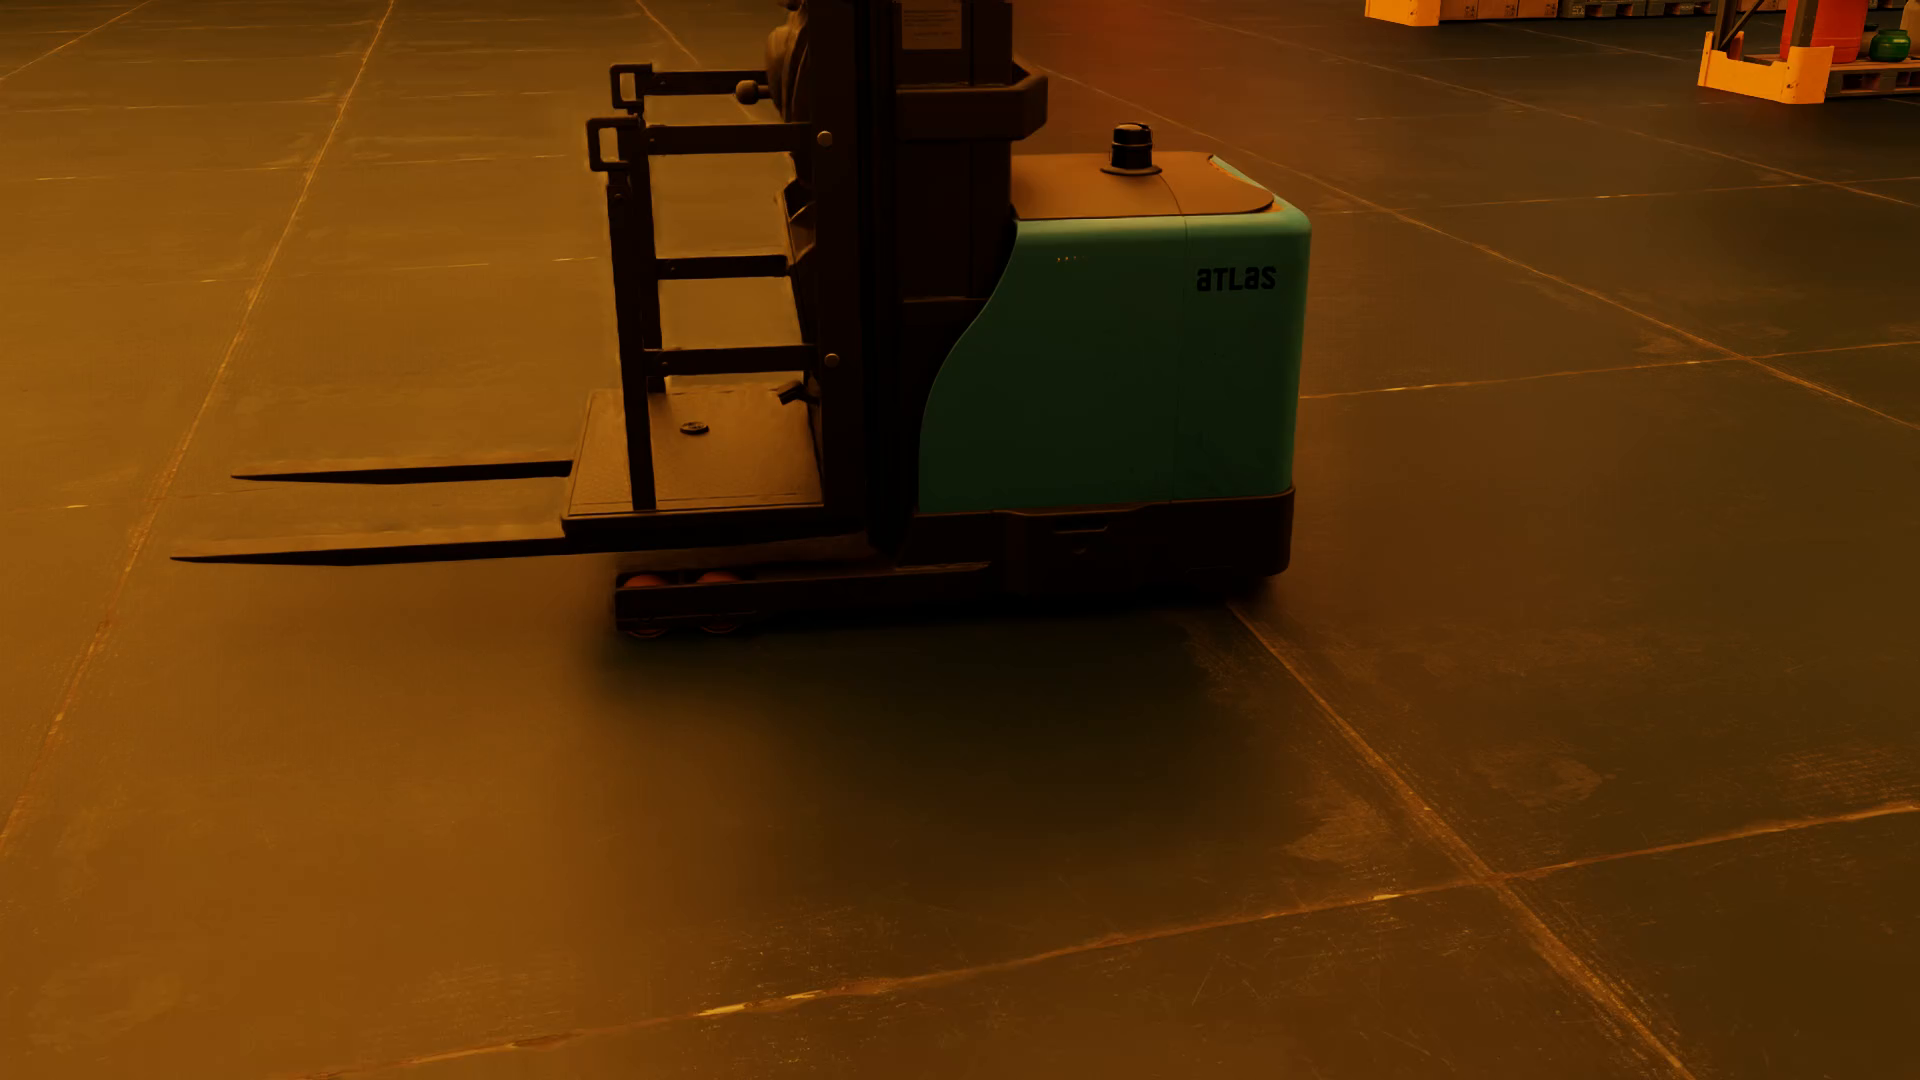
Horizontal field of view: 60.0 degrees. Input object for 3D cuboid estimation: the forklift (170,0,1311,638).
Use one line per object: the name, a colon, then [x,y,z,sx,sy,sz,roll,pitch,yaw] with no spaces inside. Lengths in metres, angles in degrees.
forklift: [-0.627,-1.307,4.381,3.031,2.935,1.130,-3,23,-7]
